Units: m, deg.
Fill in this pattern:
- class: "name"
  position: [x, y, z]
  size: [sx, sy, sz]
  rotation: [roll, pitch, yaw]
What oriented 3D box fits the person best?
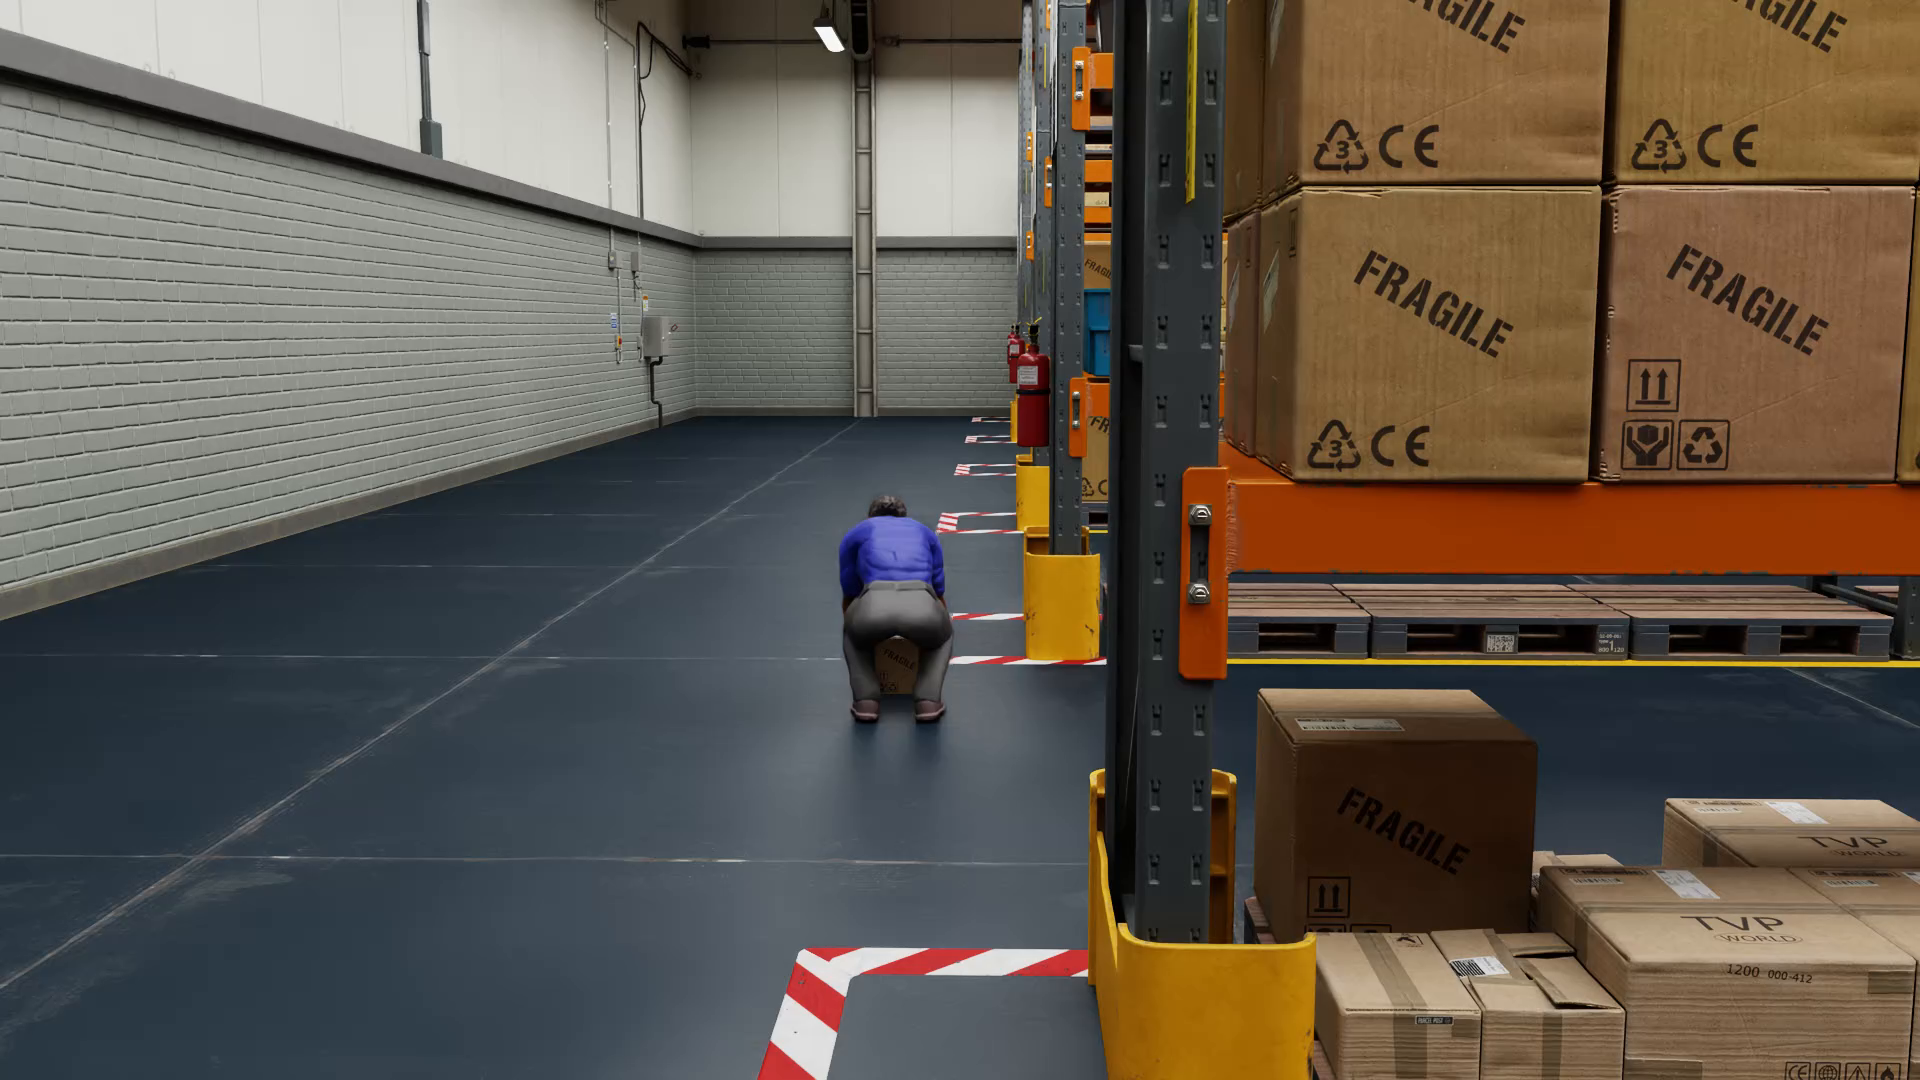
- class: "person"
  position: [-0.265, 0.274, 6.831]
  size: [0.480, 0.860, 0.821]
  rotation: [0, 7, 1]
